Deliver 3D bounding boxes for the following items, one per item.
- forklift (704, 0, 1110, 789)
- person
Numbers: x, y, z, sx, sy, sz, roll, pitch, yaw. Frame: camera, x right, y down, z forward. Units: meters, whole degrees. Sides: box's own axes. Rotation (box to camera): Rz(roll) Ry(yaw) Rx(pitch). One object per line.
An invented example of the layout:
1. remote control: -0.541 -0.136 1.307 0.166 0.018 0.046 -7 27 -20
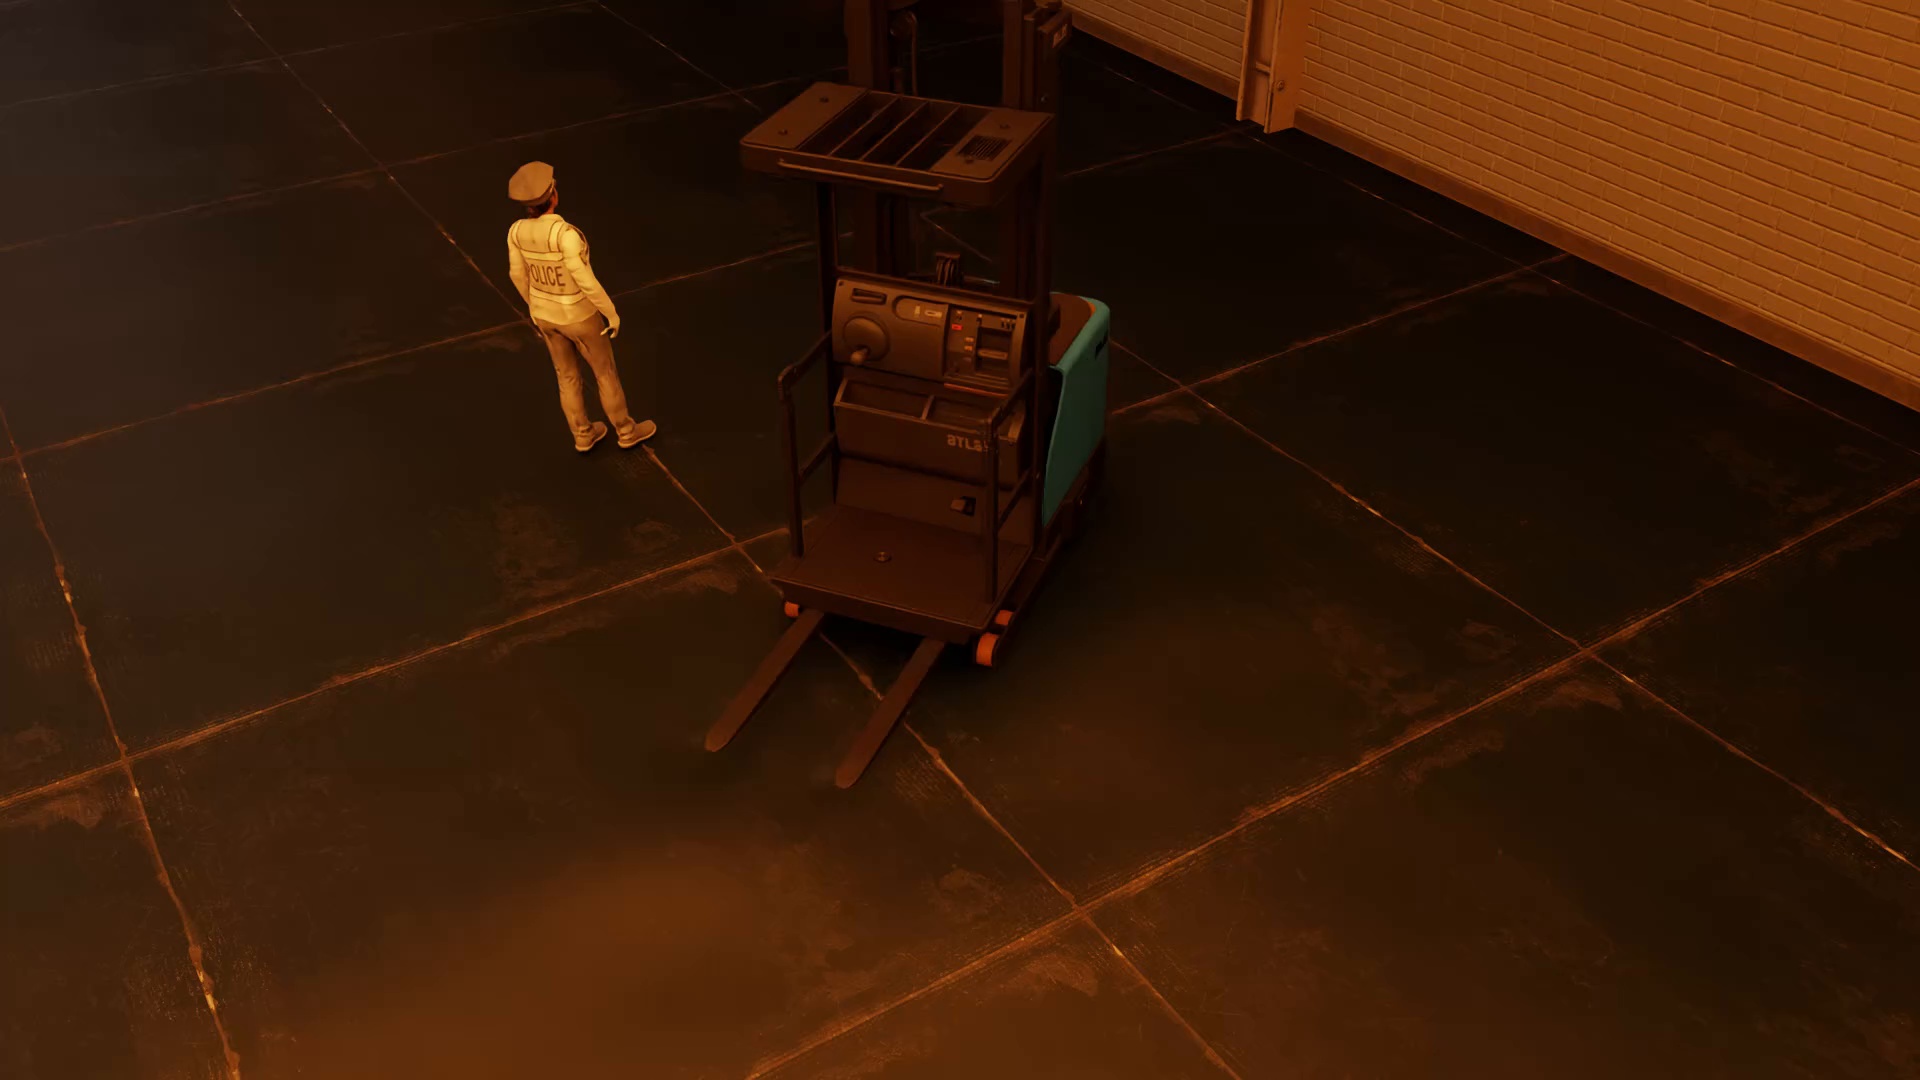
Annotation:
1. forklift: -0.221 -0.872 7.389 1.130 2.935 3.031 13 37 17
2. person: -2.086 -1.257 9.004 0.586 1.696 0.528 14 37 19
